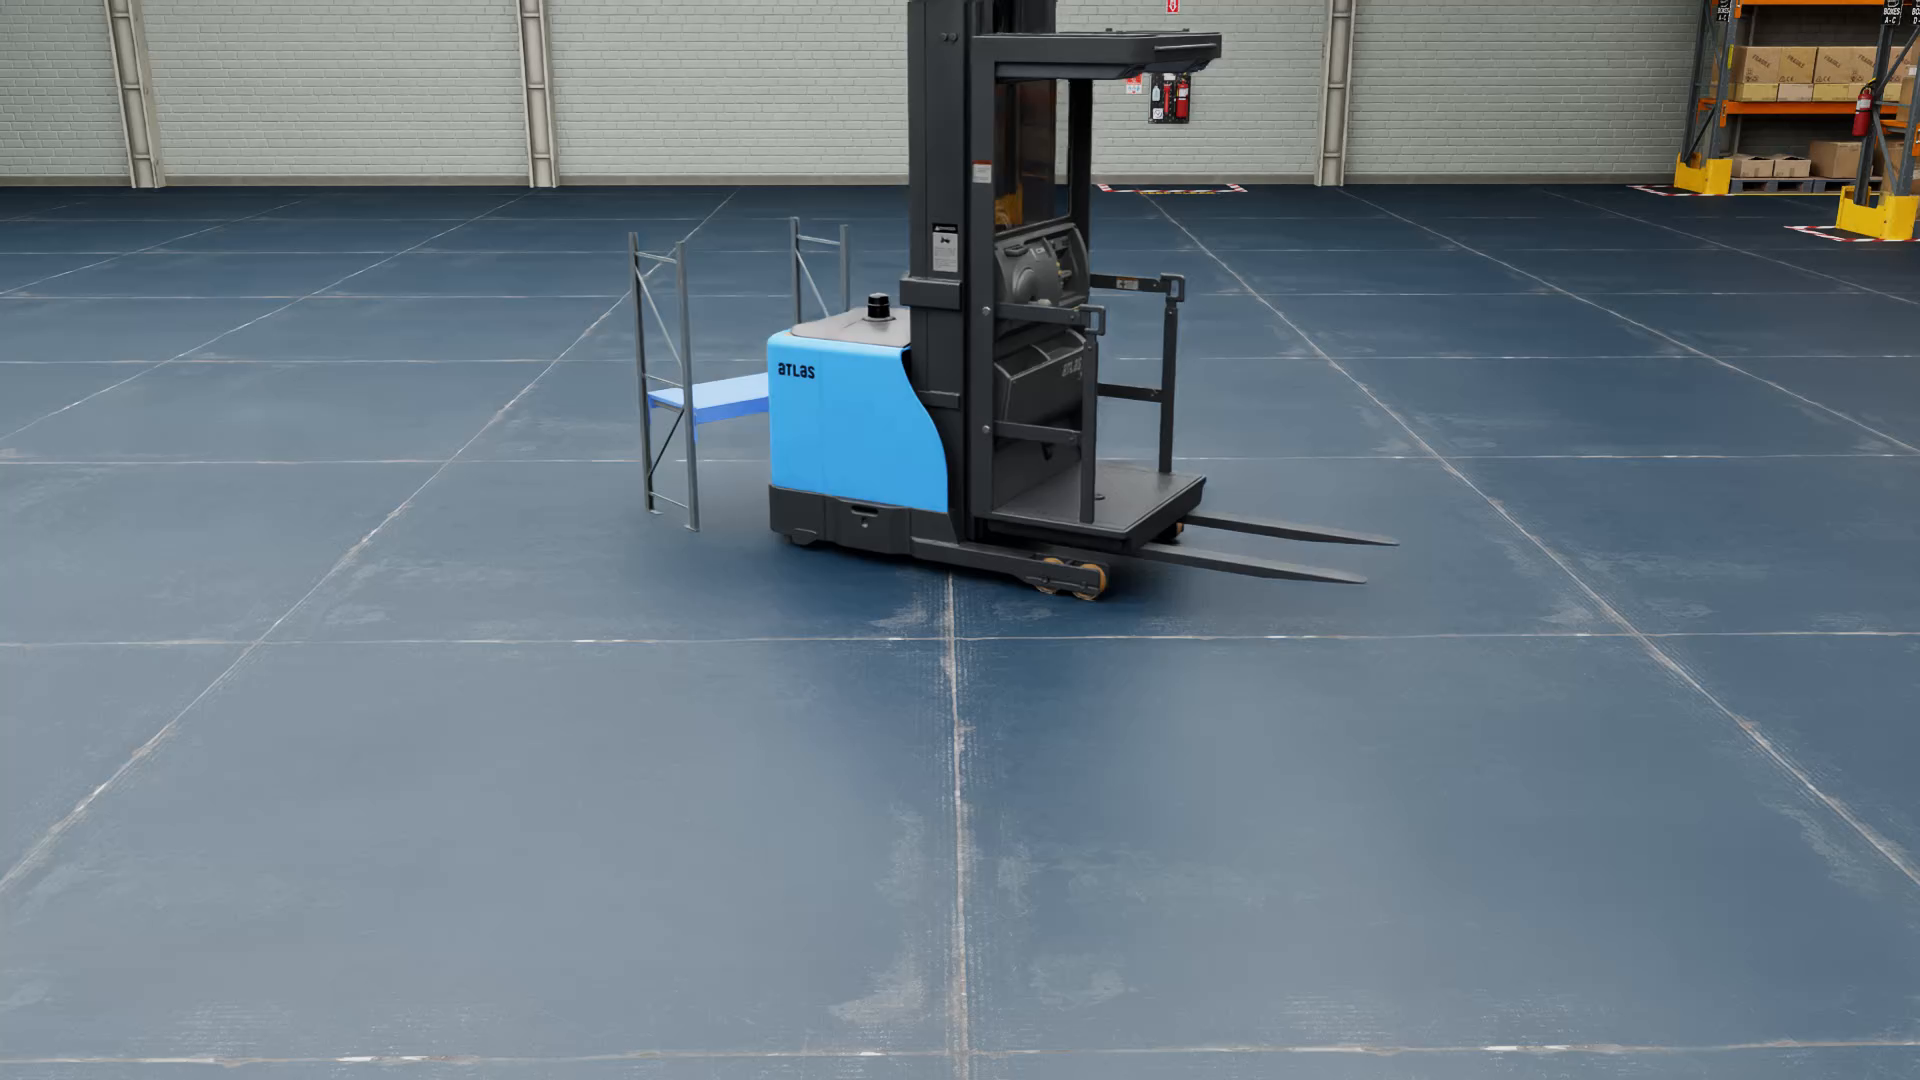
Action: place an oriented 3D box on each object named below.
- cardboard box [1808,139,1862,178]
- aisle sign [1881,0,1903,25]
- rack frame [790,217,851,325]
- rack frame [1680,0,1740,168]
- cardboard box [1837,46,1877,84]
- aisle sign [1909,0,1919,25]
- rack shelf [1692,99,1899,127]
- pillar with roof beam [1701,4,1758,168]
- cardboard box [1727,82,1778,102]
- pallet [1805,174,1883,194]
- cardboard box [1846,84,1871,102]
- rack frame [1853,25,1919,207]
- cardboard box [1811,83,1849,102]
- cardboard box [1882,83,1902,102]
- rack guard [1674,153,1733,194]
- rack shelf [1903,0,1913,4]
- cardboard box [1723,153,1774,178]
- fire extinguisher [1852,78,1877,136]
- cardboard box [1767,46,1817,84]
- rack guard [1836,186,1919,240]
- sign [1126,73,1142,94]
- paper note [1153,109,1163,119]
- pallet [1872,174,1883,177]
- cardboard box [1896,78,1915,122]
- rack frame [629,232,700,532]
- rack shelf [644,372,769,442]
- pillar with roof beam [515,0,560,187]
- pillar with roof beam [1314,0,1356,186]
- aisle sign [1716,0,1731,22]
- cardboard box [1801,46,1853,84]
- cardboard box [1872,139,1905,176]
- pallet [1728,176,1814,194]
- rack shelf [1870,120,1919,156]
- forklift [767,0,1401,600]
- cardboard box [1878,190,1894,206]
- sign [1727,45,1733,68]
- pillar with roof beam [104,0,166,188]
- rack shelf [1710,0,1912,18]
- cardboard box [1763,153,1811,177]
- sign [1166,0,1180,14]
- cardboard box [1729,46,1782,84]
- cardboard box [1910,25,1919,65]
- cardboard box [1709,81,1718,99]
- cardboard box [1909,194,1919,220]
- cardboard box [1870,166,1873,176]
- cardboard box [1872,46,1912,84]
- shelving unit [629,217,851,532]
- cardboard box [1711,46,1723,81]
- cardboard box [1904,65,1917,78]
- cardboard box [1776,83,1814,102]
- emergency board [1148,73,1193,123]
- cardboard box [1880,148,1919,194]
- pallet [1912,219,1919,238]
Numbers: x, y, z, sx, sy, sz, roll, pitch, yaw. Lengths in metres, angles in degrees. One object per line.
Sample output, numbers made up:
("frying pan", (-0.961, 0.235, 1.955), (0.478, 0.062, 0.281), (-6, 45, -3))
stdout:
("cardboard box", (12.975, -5.636, 24.579), (0.500, 0.500, 0.700), (-1, 18, -4))
("aisle sign", (10.989, -6.465, 19.533), (0.004, 0.787, 0.394), (0, 18, -1))
("rack frame", (-0.767, -1.021, 9.274), (0.032, 1.500, 0.500), (-15, 23, -38))
("rack frame", (10.978, -6.650, 24.368), (0.127, 3.000, 1.000), (0, 18, -1))
("cardboard box", (12.987, -6.862, 24.013), (0.500, 0.500, 0.500), (0, 18, 1))
("aisle sign", (10.999, -6.281, 18.962), (0.004, 0.787, 0.394), (0, 18, -1))
("rack shelf", (12.977, -6.317, 24.508), (4.000, 0.370, 1.077), (0, 18, -1))
("pillar with roof beam", (11.732, -8.460, 20.187), (0.400, 9.000, 9.100), (0, 18, -1))
("cardboard box", (11.471, -6.494, 24.093), (0.500, 0.250, 0.500), (-1, 18, -2))
("pallet", (13.083, -5.321, 24.789), (1.213, 0.211, 1.003), (0, 18, -1))
("cardboard box", (13.004, -6.503, 24.122), (0.500, 0.250, 0.500), (0, 18, 0))
("rack frame", (11.060, -5.137, 19.652), (0.127, 3.000, 1.000), (0, 18, -1))
("cardboard box", (12.499, -6.501, 24.116), (0.500, 0.250, 0.500), (-1, 18, -2))
("cardboard box", (13.507, -6.506, 24.131), (0.500, 0.250, 0.500), (0, 18, -1))
("rack guard", (11.054, -5.460, 24.751), (0.348, 0.500, 1.175), (0, 18, -1))
("rack shelf", (13.059, -6.233, 19.334), (4.000, 0.370, 1.077), (0, 18, -1))
("cardboard box", (11.671, -5.555, 24.636), (0.500, 0.311, 0.500), (-2, 18, -7))
("fire extinguisher", (10.934, -5.242, 20.104), (0.183, 0.674, 0.296), (0, 18, -1))
("cardboard box", (11.954, -6.855, 23.992), (0.500, 0.500, 0.500), (0, 18, -1))
("rack guard", (11.036, -3.947, 20.033), (0.348, 0.500, 1.175), (0, 18, -1))
("sign", (2.639, -6.935, 25.196), (0.234, 0.329, 0.001), (0, 18, -1))
("paper note", (3.015, -6.489, 25.309), (0.142, 0.148, 0.016), (0, 18, -1))
("pallet", (14.306, -5.328, 24.810), (1.213, 0.211, 1.003), (0, 18, -1))
("cardboard box", (11.526, -5.183, 19.631), (0.500, 0.500, 0.700), (0, 18, -1))
("rack frame", (-1.537, -0.818, 8.642), (0.032, 1.500, 0.500), (-15, 23, -38))
("rack shelf", (-1.152, -0.748, 9.013), (1.000, 0.185, 0.538), (-15, 23, -38))
("pillar with roof beam", (-6.266, -8.373, 19.917), (0.400, 9.000, 9.100), (0, 18, -1))
("pillar with roof beam", (5.733, -8.431, 20.097), (0.400, 9.000, 9.100), (0, 18, -1))
("aisle sign", (10.910, -7.796, 23.684), (0.004, 0.787, 0.394), (0, 18, -1))
("cardboard box", (12.471, -6.856, 23.994), (0.500, 0.500, 0.500), (-1, 18, -3))
("cardboard box", (13.940, -5.672, 24.689), (0.500, 0.500, 0.500), (-2, 18, -5))
("pallet", (11.866, -5.316, 24.774), (1.213, 0.211, 1.003), (0, 18, -1))
("rack shelf", (13.059, -4.804, 19.792), (4.000, 0.370, 1.077), (0, 18, -1))
("forklift", (0.577, -1.303, 7.811), (3.031, 2.935, 1.130), (9, 20, 26))
("cardboard box", (11.591, -4.121, 20.297), (0.500, 0.250, 0.500), (0, 18, -1))
("sign", (10.986, -6.897, 23.719), (0.005, 0.325, 0.100), (0, 18, -1))
("pillar with roof beam", (-12.265, -8.344, 19.826), (0.400, 9.000, 9.100), (0, 18, -1))
("rack shelf", (12.977, -7.746, 24.050), (4.000, 0.370, 1.077), (0, 18, -1))
("cardboard box", (12.241, -5.558, 24.645), (0.500, 0.311, 0.500), (1, 18, 4))
("sign", (3.183, -8.023, 24.852), (0.199, 0.298, 0.001), (0, 18, -1))
("cardboard box", (11.460, -6.856, 23.994), (0.500, 0.500, 0.500), (0, 18, -1))
("cardboard box", (11.579, -5.801, 19.434), (0.500, 0.500, 0.700), (0, 18, -1))
("cardboard box", (11.442, -6.650, 24.580), (0.500, 0.250, 0.500), (0, 18, 0))
("cardboard box", (11.599, -3.963, 19.804), (0.500, 0.250, 0.500), (0, 18, -1))
("cardboard box", (13.378, -5.520, 24.791), (0.250, 0.149, 0.380), (-2, 18, -5))
("cardboard box", (13.507, -6.865, 24.022), (0.500, 0.500, 0.500), (-1, 18, -2))
("shelving unit", (-1.152, -0.919, 8.958), (1.048, 1.500, 0.538), (-15, 23, -38))
("cardboard box", (11.446, -7.013, 24.483), (0.500, 0.500, 0.500), (0, 18, -1))
("cardboard box", (11.439, -5.554, 19.725), (0.250, 0.149, 0.380), (-1, 18, -2))
("cardboard box", (11.989, -6.501, 24.114), (0.500, 0.250, 0.500), (-1, 18, -3))
("emergency board", (3.193, -6.889, 25.111), (0.643, 1.169, 0.194), (0, 18, -1))
("cardboard box", (11.591, -4.479, 20.184), (0.500, 0.500, 0.500), (0, 18, -1))
("pallet", (11.823, -3.826, 20.129), (1.213, 0.211, 1.003), (0, 18, -1))
